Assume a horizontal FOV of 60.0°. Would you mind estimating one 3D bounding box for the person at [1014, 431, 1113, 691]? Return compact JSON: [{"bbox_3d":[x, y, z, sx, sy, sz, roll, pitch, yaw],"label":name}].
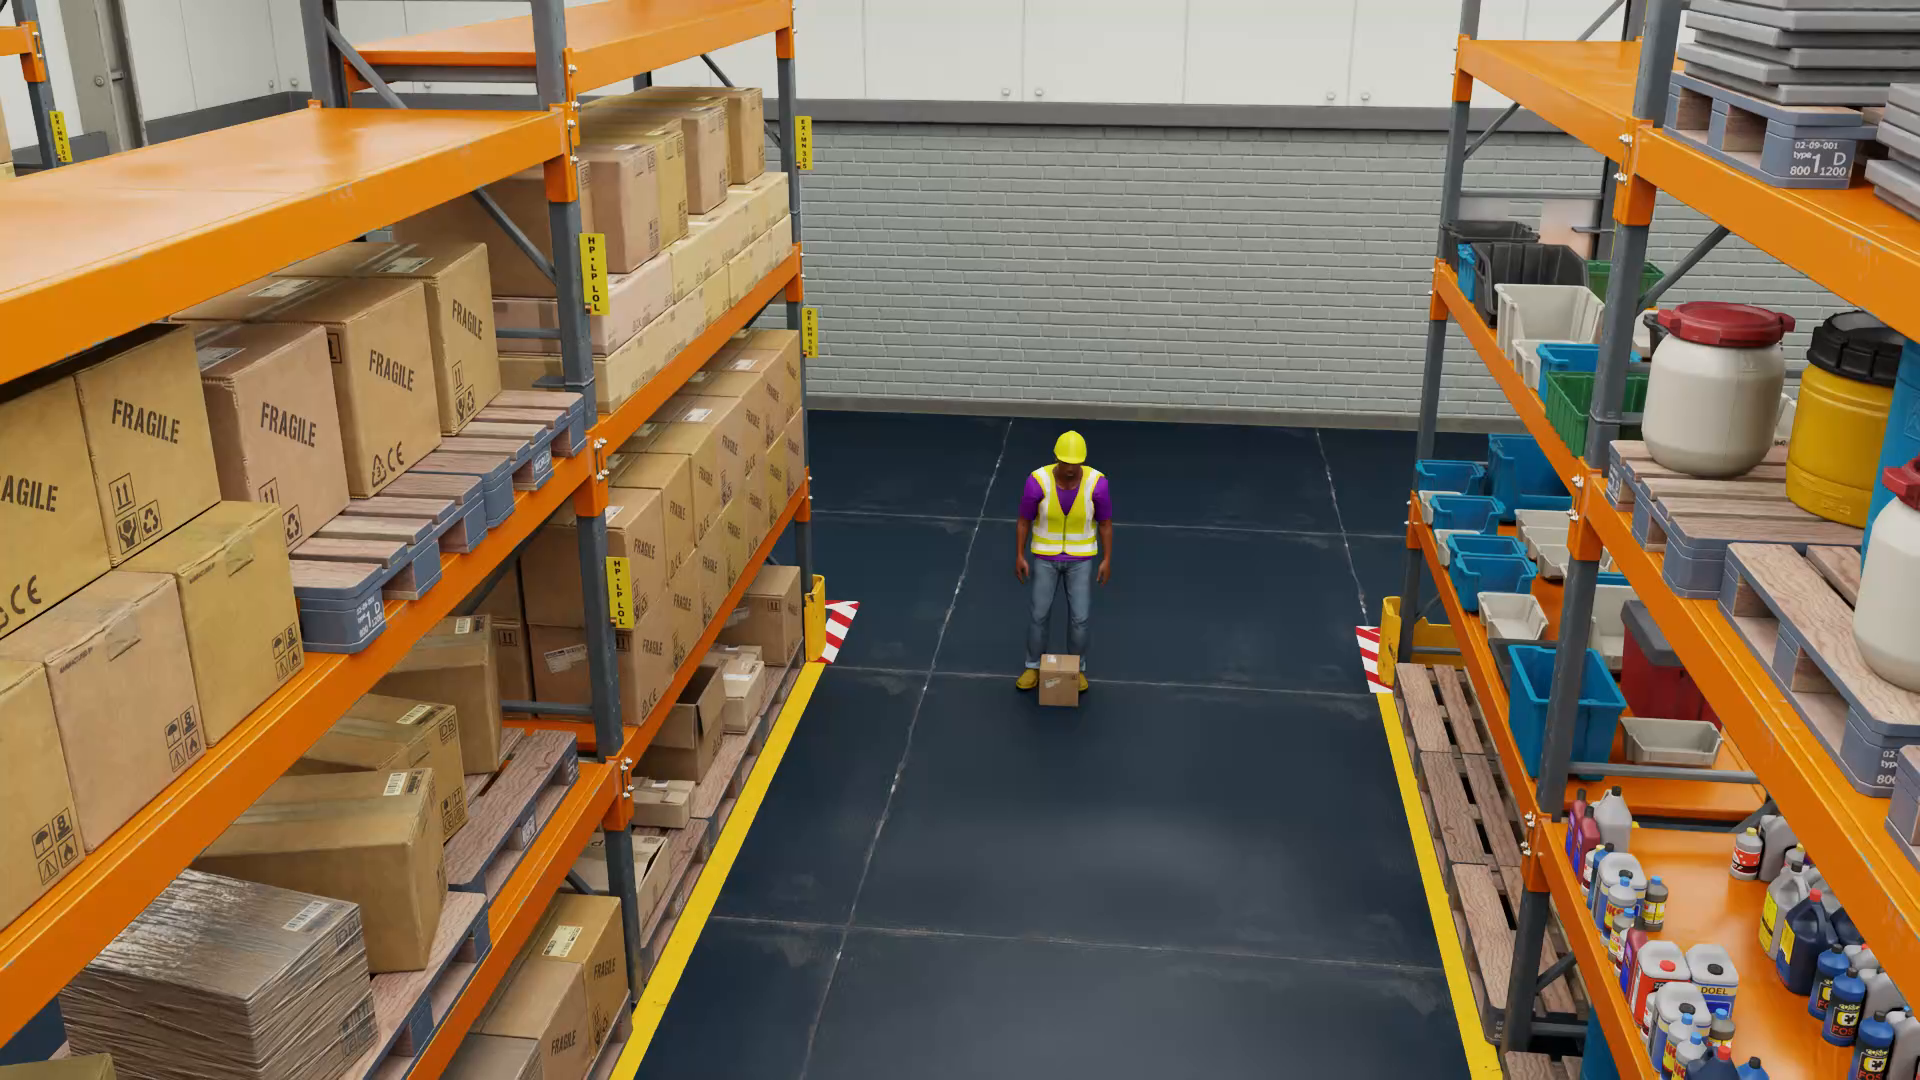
[{"bbox_3d":[0.668,0.125,10.733,0.629,1.759,0.460,1,21,3],"label":"person"}]
